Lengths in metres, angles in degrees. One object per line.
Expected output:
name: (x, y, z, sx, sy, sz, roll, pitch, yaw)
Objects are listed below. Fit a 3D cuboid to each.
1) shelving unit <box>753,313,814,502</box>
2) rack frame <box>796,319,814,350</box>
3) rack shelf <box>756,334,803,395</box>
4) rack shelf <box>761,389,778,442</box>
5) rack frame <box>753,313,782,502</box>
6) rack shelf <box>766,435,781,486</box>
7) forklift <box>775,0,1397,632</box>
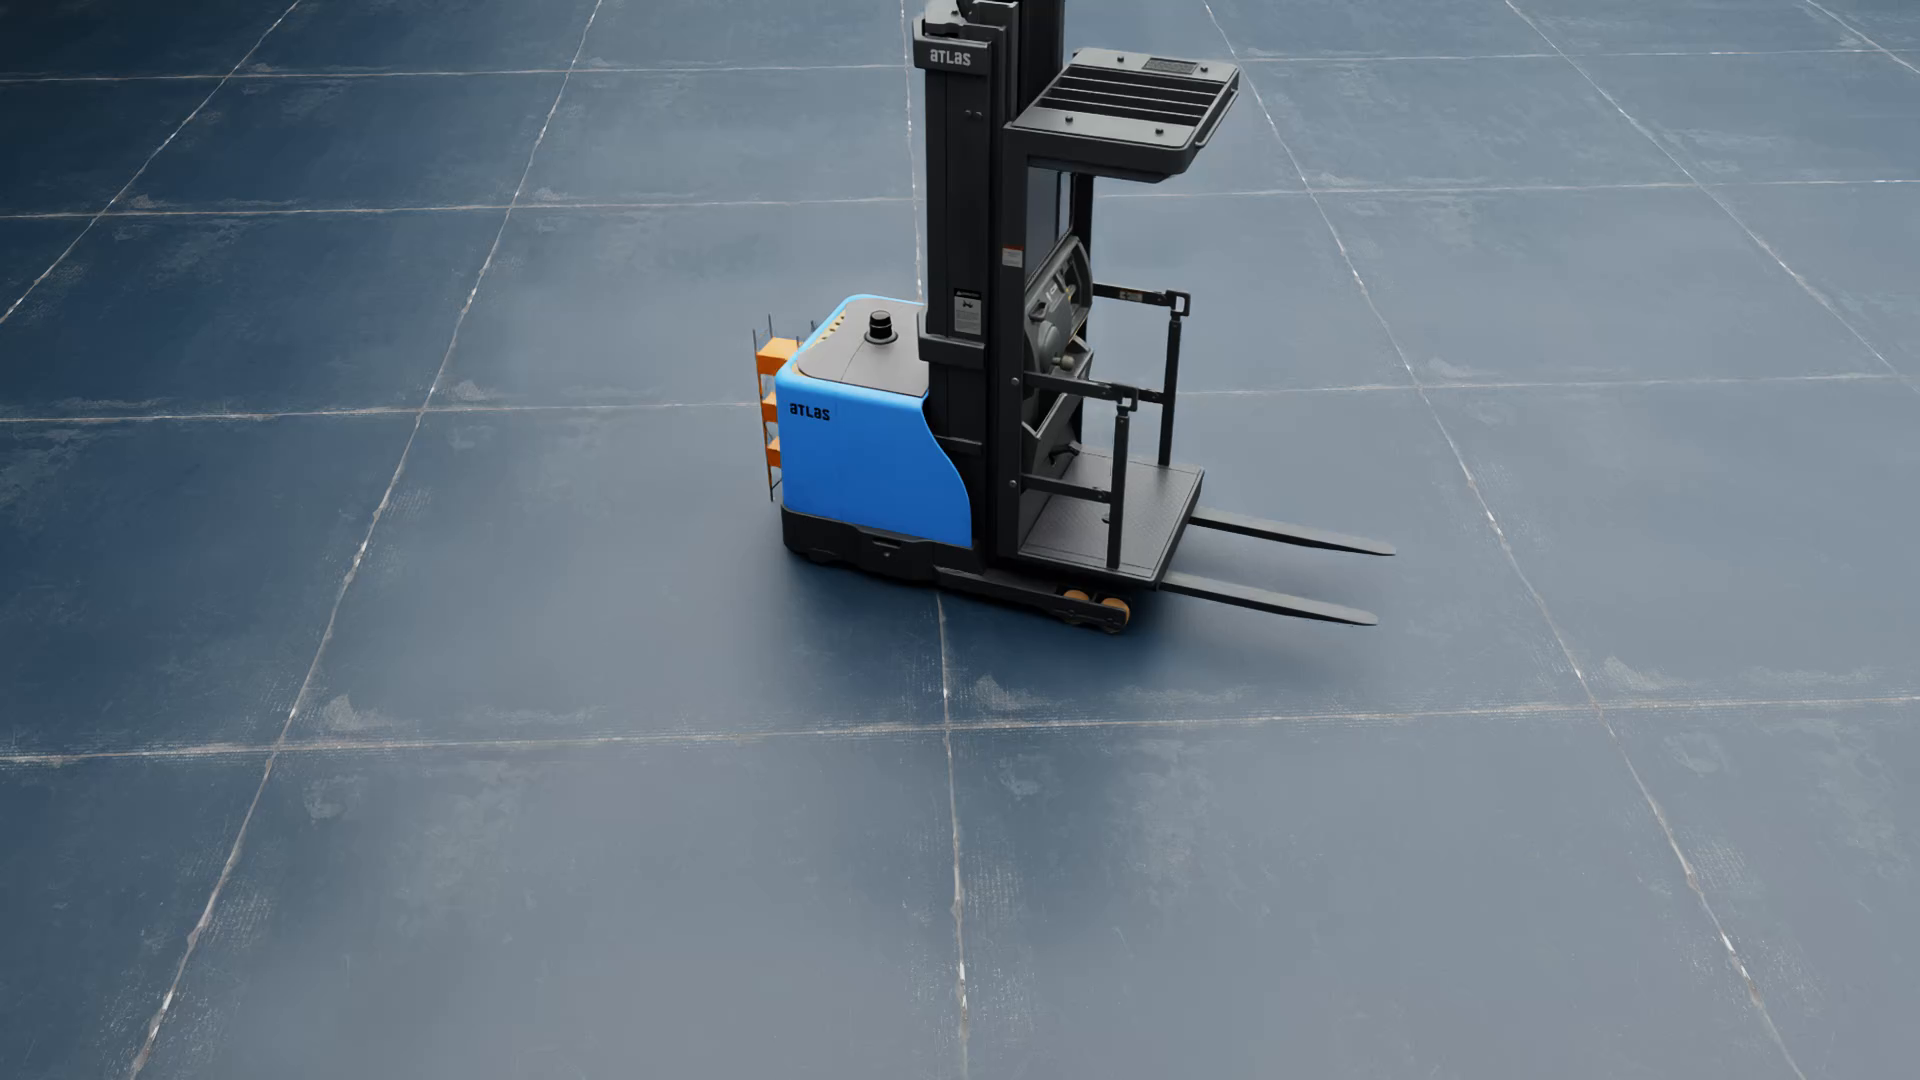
shelving unit: (-0.894, -0.672, 8.829, 0.252, 1.050, 0.215, 10, 36, 17)
rack frame: (-0.780, -0.651, 8.793, 0.008, 1.050, 0.200, 10, 36, 17)
rack shelf: (-0.901, -0.898, 8.676, 0.240, 0.259, 0.215, 10, 36, 17)
rack shelf: (-0.894, -0.664, 8.835, 0.240, 0.259, 0.215, 10, 36, 17)
rack frame: (-1.009, -0.694, 8.866, 0.008, 1.050, 0.200, 10, 36, 17)
rack shelf: (-0.886, -0.434, 8.991, 0.240, 0.259, 0.215, 10, 36, 17)
forklift: (0.653, -1.096, 7.794, 3.031, 2.935, 1.130, 12, 36, 16)
